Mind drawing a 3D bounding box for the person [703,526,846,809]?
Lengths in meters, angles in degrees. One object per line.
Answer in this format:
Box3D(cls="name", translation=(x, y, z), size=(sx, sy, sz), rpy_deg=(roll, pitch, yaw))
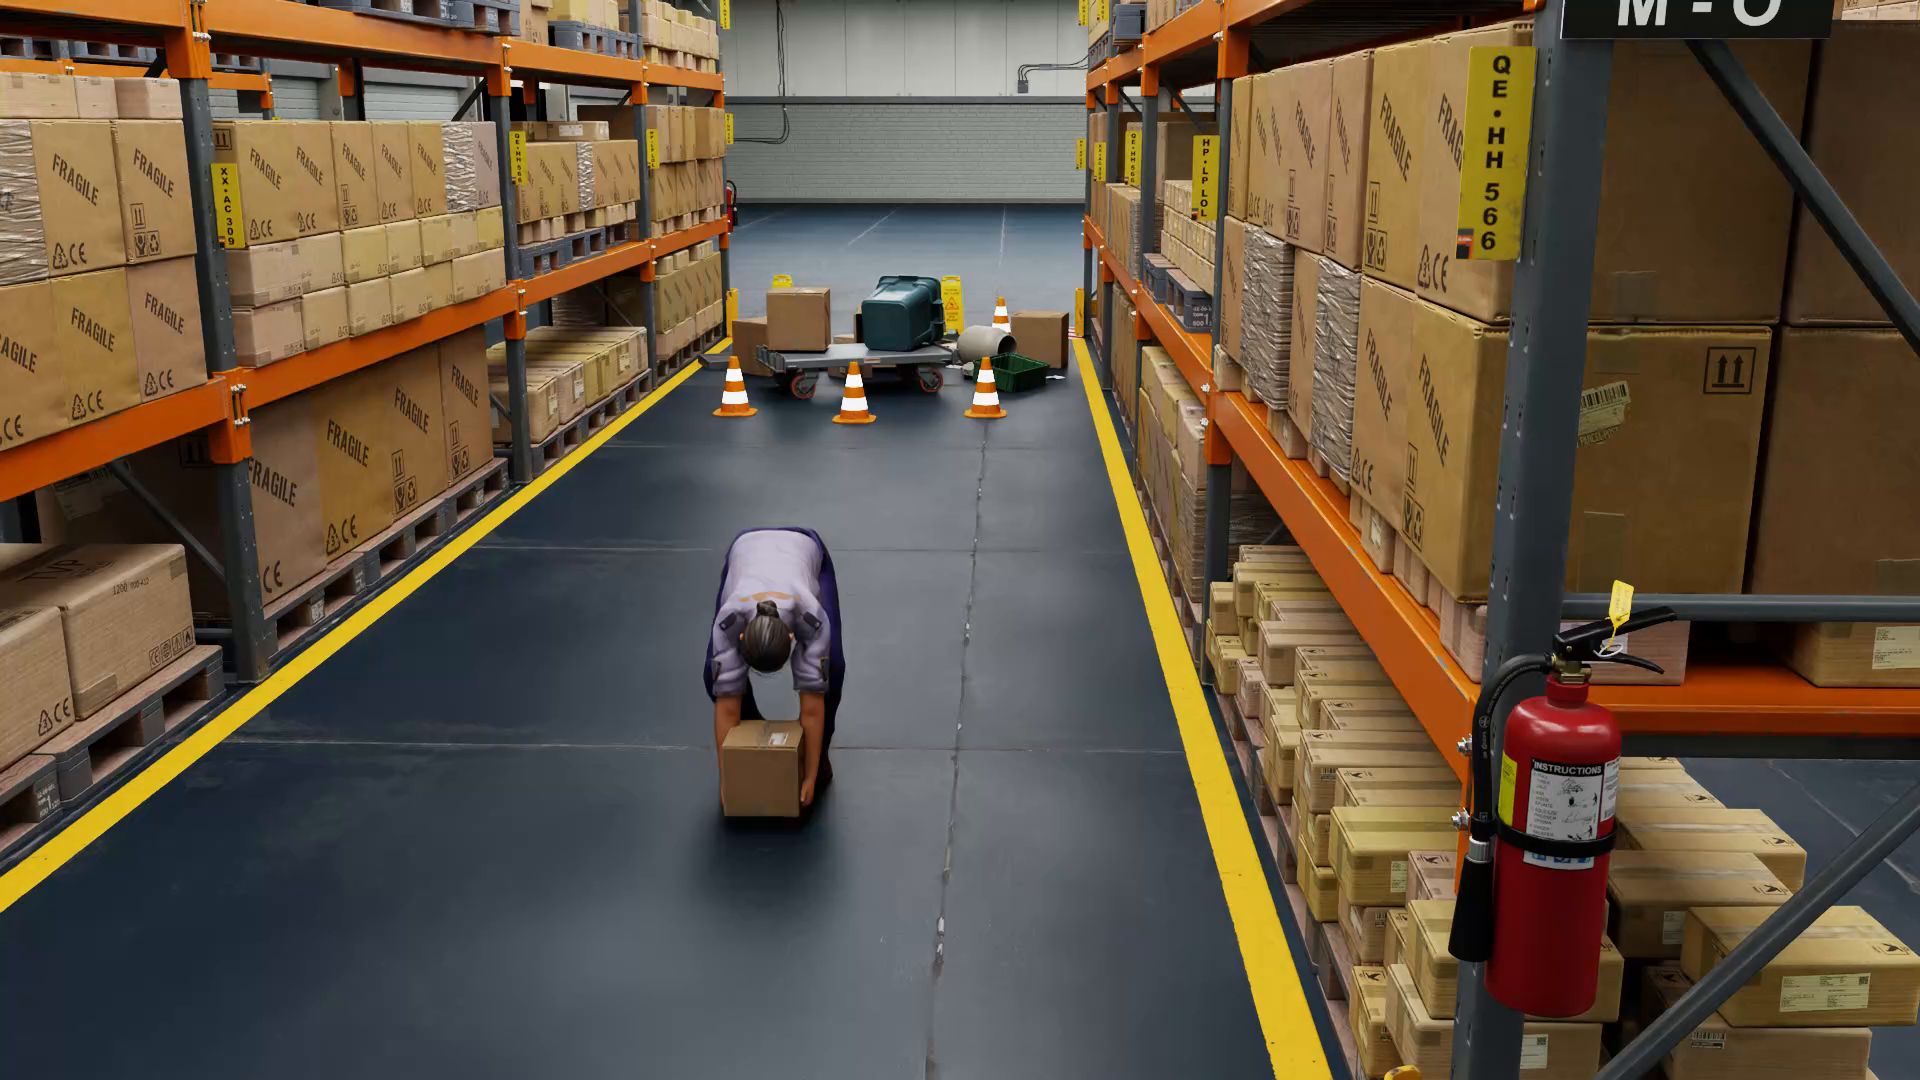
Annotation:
Box3D(cls="person", translation=(-0.653, 0.444, 5.839), size=(0.502, 0.881, 0.898), rpy_deg=(0, 14, -1))
